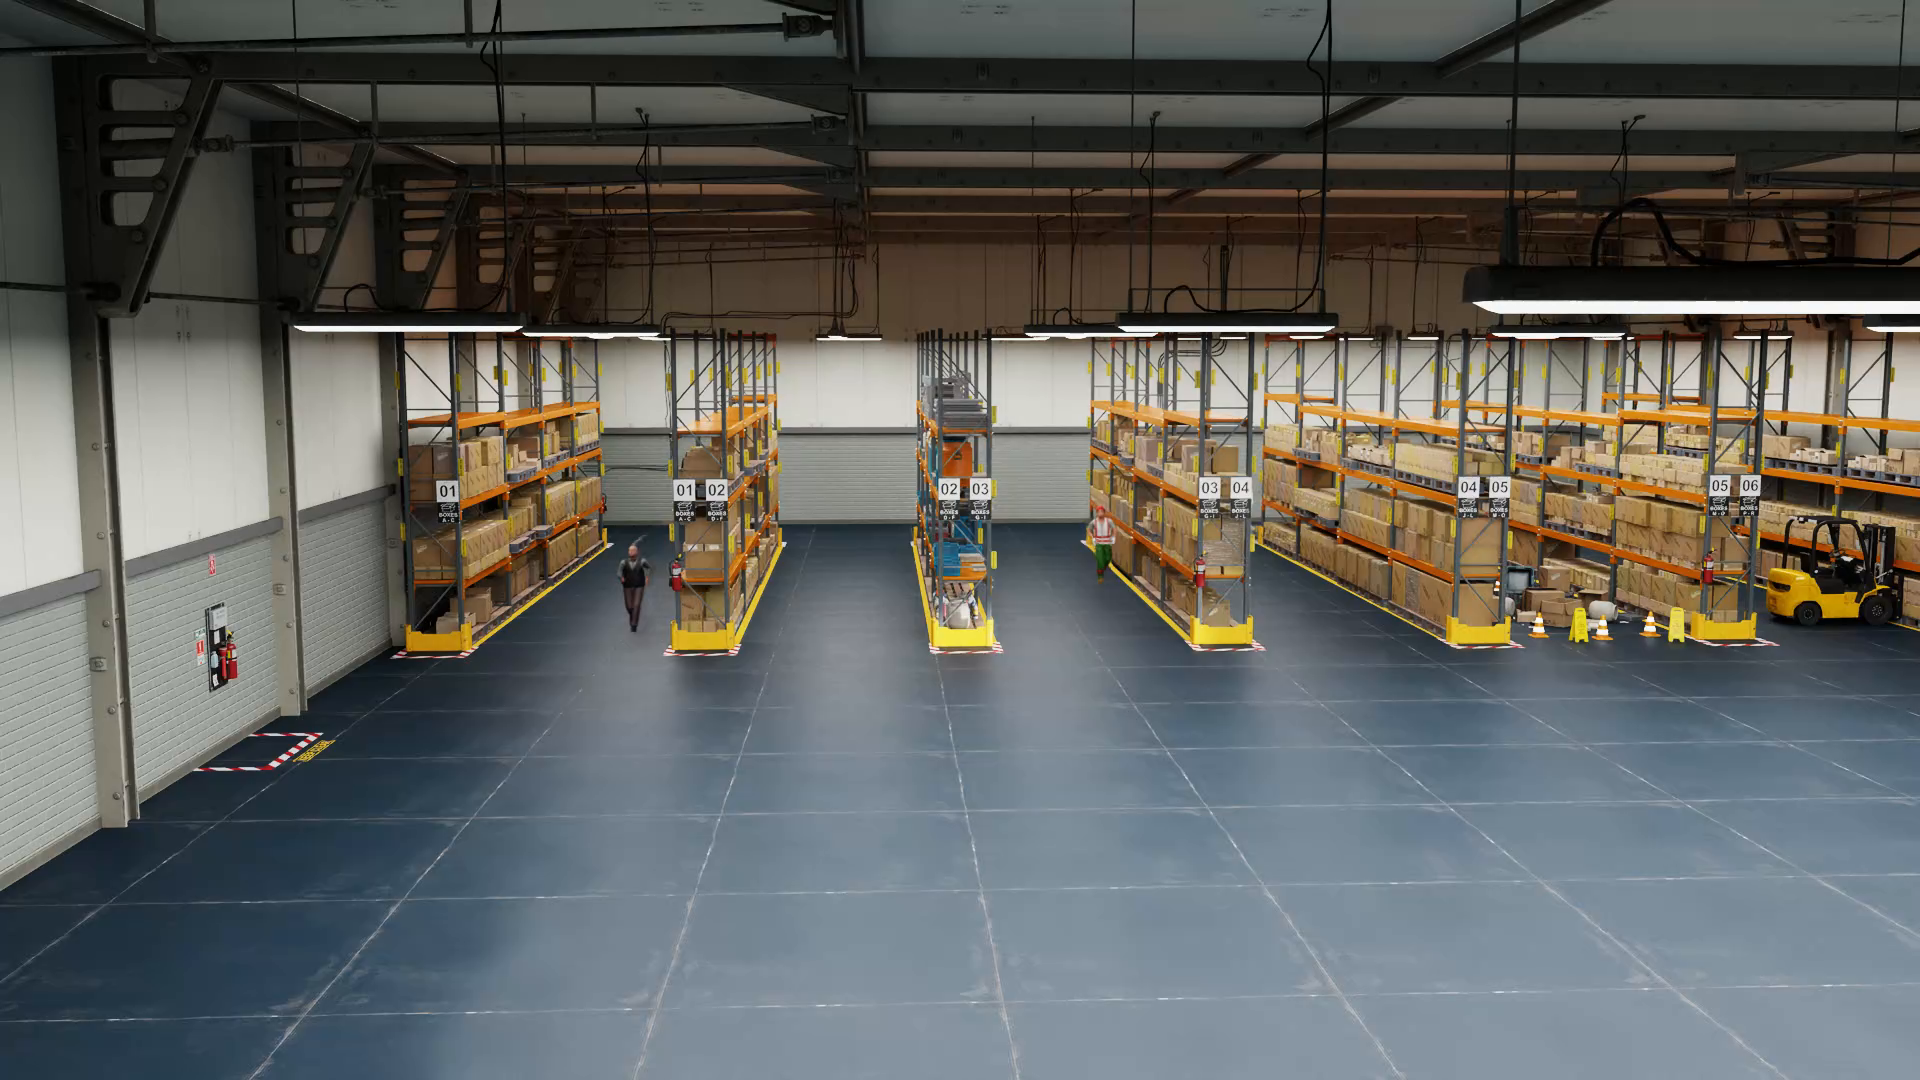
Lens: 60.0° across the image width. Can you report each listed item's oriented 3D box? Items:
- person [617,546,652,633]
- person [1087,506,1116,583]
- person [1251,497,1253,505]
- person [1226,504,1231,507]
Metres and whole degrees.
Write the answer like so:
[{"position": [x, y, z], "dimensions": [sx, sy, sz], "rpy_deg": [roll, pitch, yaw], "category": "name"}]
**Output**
[{"position": [-6.525, 0.959, 33.301], "dimensions": [0.676, 1.689, 0.971], "rpy_deg": [0, 7, -3], "category": "person"}, {"position": [3.236, 0.106, 37.867], "dimensions": [0.661, 1.757, 0.504], "rpy_deg": [0, 7, -1], "category": "person"}, {"position": [8.294, -0.859, 48.905], "dimensions": [0.599, 1.683, 0.811], "rpy_deg": [-3, 7, -21], "category": "person"}, {"position": [7.444, -0.795, 47.705], "dimensions": [0.784, 1.700, 0.996], "rpy_deg": [2, 7, 20], "category": "person"}]
